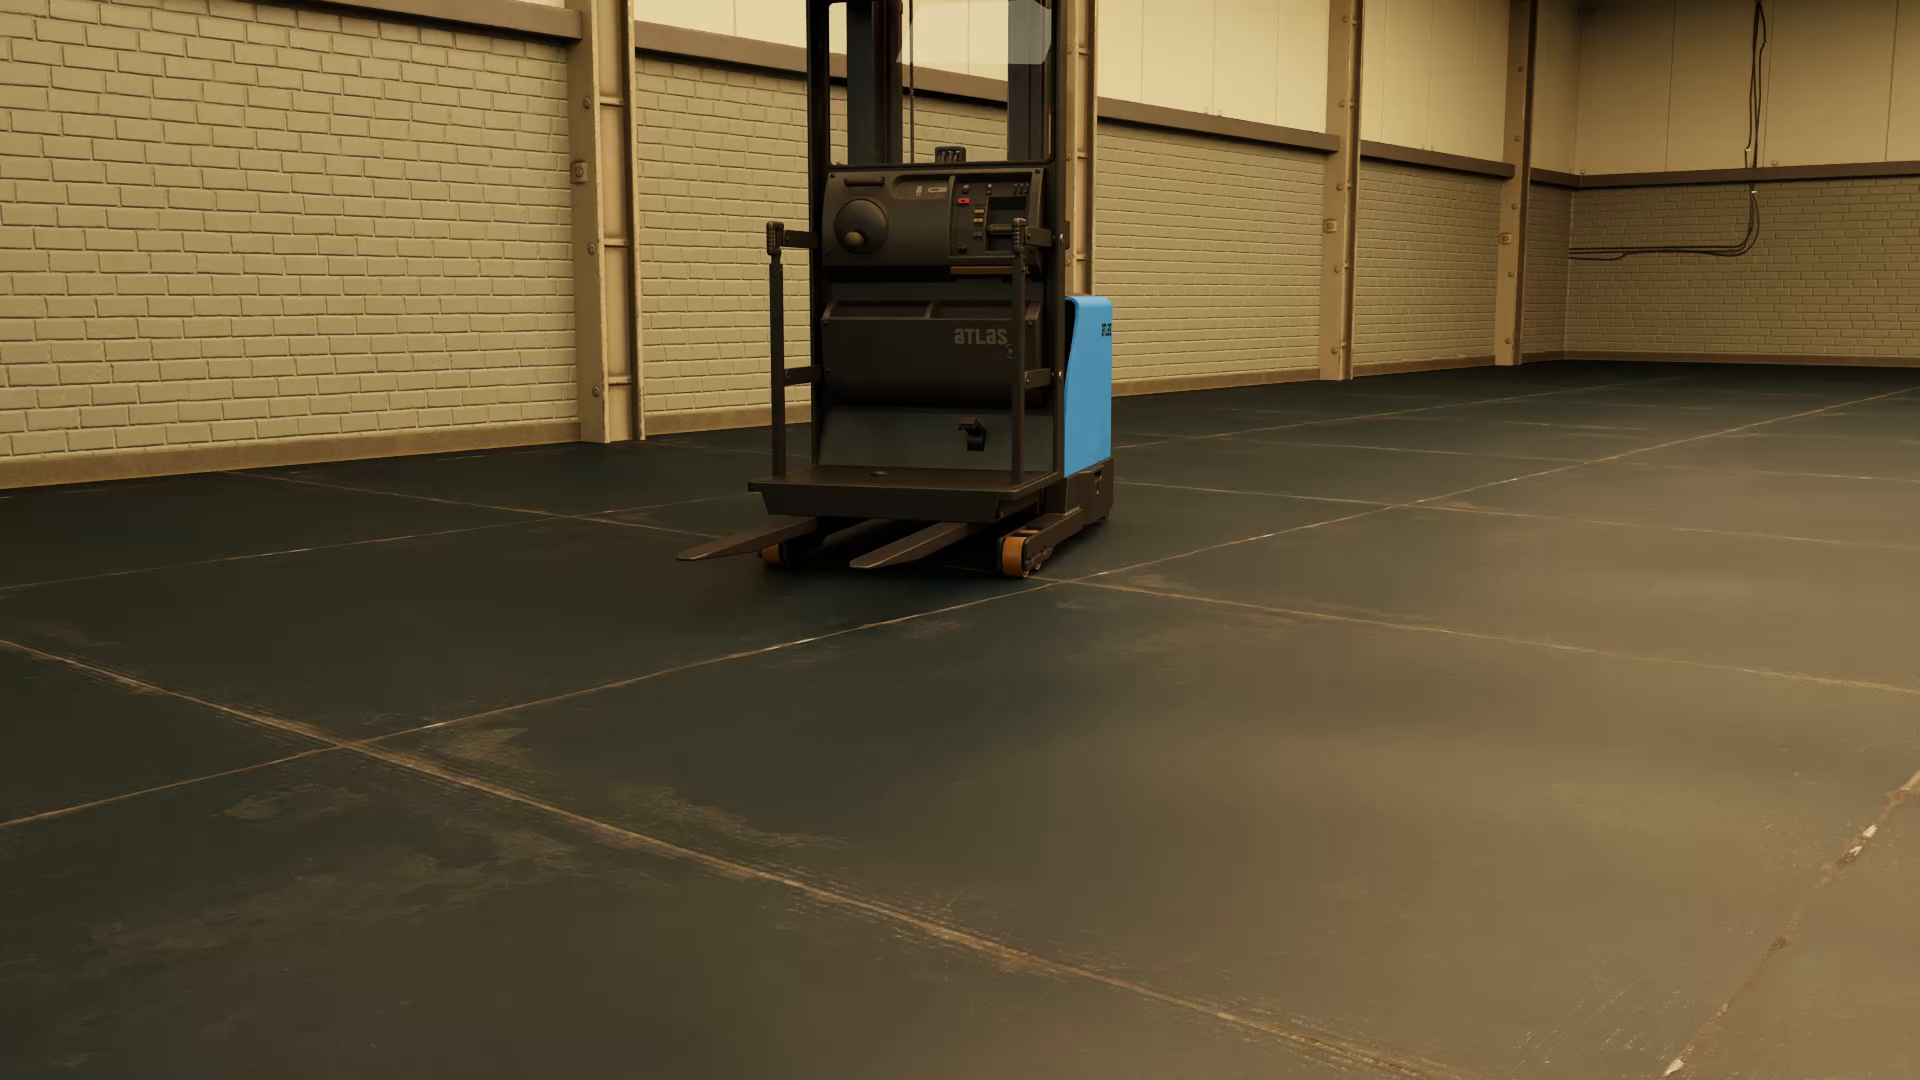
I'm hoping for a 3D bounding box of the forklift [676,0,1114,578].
[{"bbox_3d":[-0.176,-1.366,6.616,1.130,2.935,3.031,3,9,17],"label":"forklift"}]
